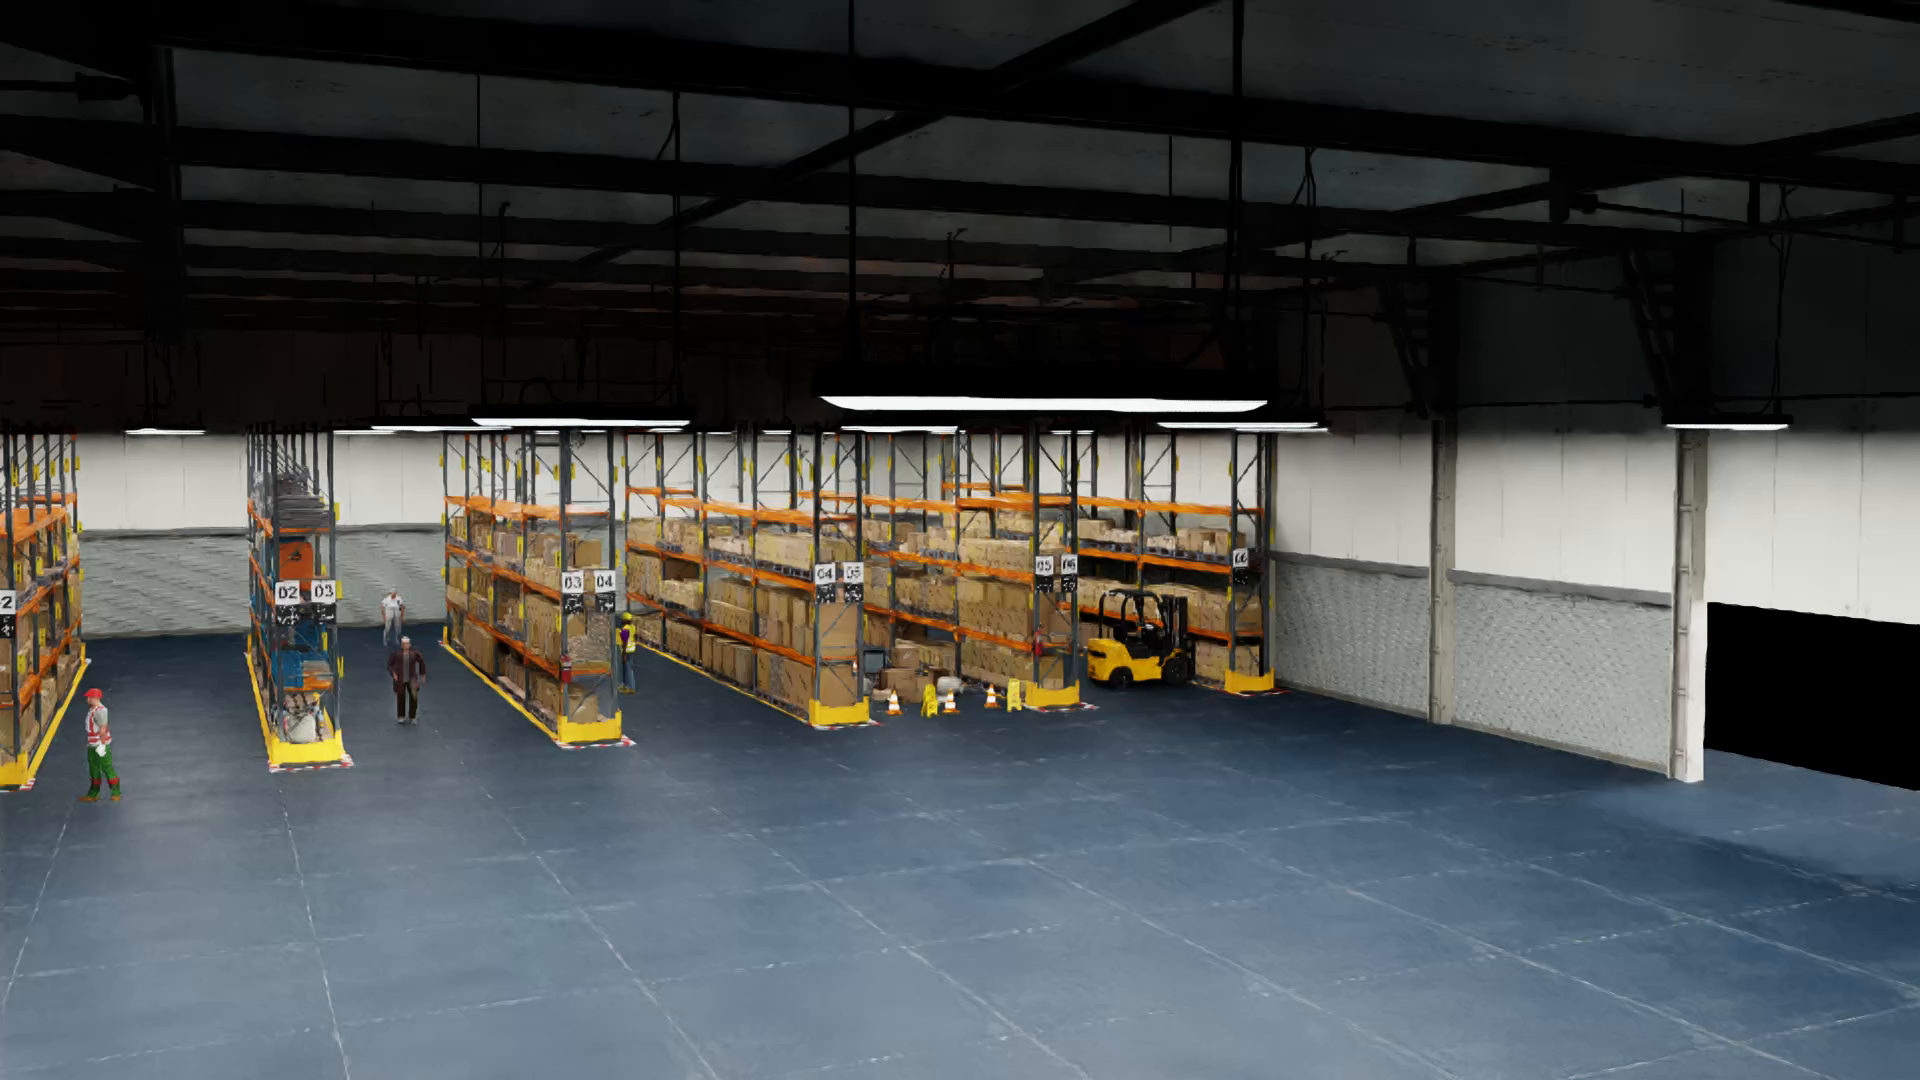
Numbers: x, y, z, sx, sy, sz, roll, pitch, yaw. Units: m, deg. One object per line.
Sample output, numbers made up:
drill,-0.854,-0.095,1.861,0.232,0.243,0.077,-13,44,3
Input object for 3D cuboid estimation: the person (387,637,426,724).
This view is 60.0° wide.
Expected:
person,-11.037,2.781,33.168,0.750,1.737,0.747,-1,4,-21

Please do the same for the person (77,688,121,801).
person,-13.492,3.203,26.030,0.536,1.792,0.664,-3,5,-41

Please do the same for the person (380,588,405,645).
person,-15.484,2.090,45.399,0.625,1.611,0.568,-2,4,-27

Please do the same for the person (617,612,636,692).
person,-7.495,2.500,37.184,0.503,1.764,0.624,0,4,5
